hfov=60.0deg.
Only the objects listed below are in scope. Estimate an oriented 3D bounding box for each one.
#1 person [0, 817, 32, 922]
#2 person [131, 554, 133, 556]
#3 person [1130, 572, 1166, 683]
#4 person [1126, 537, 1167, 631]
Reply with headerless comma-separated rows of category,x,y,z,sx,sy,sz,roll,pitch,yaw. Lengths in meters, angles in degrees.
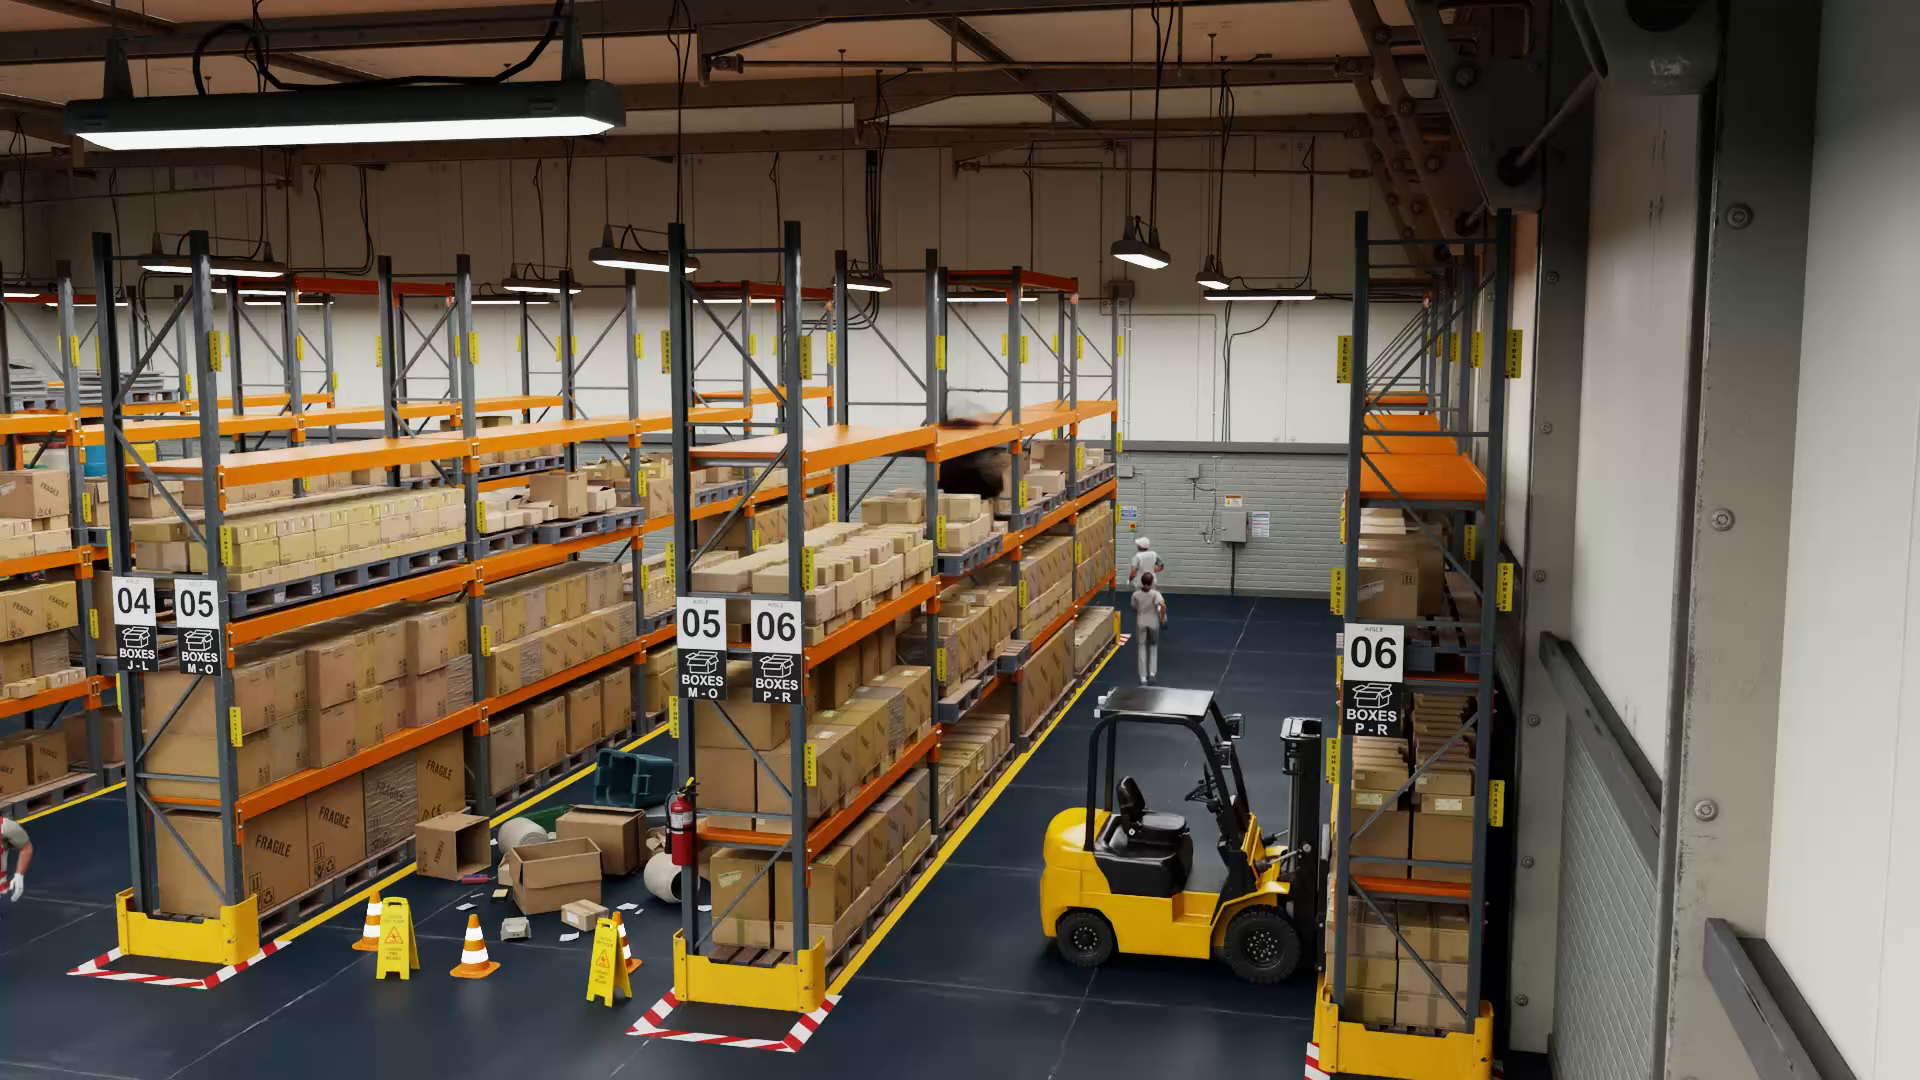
person,-7.593,2.754,12.851,0.719,1.733,0.540,-3,7,-21
person,-15.663,0.529,30.979,0.691,1.753,0.665,1,7,9
person,2.785,1.333,24.666,0.532,1.725,0.753,1,7,6
person,3.186,0.780,28.941,0.732,1.726,0.863,-2,7,-19
